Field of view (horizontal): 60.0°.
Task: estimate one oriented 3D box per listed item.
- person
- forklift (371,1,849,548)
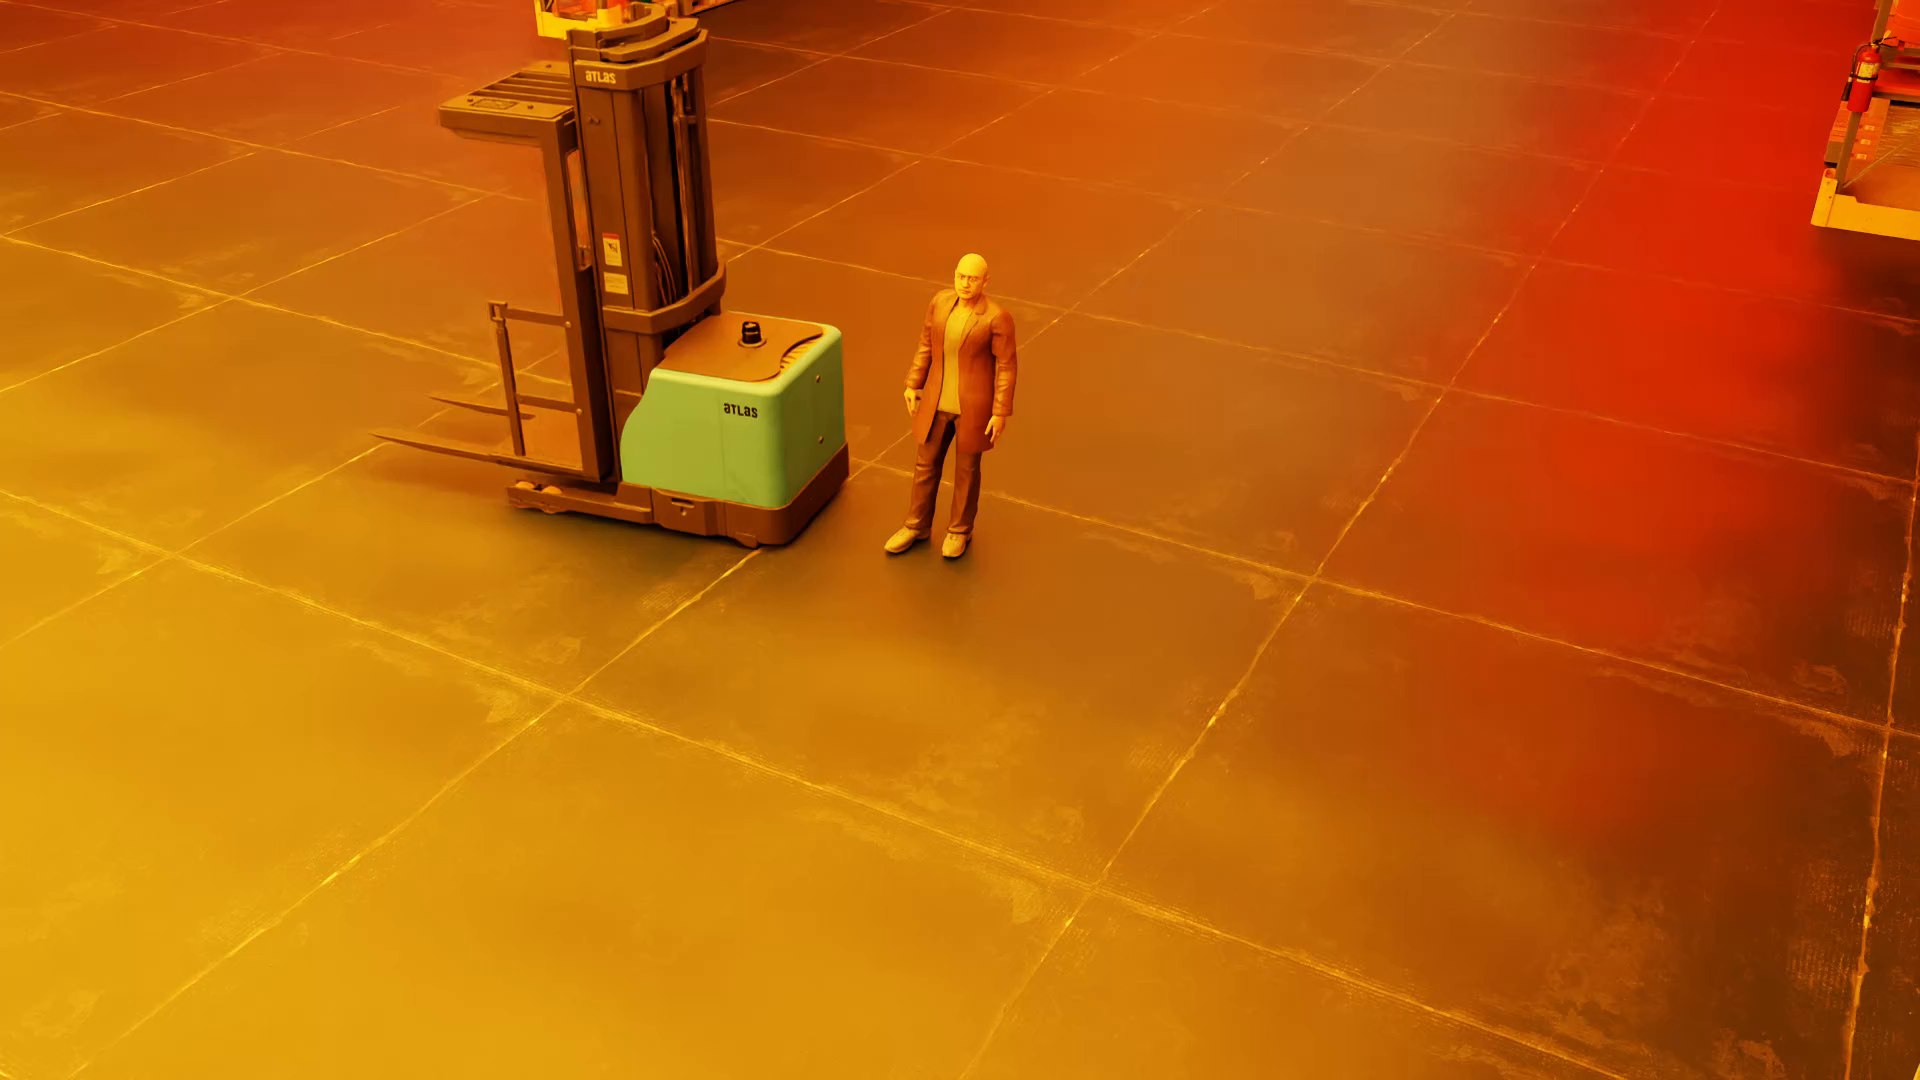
[{"bbox_3d":[-0.048,-0.737,9.487,0.696,1.777,0.579,15,33,25],"label":"person"},{"bbox_3d":[-2.277,-1.668,9.960,3.031,2.935,1.130,10,32,17],"label":"forklift"}]
